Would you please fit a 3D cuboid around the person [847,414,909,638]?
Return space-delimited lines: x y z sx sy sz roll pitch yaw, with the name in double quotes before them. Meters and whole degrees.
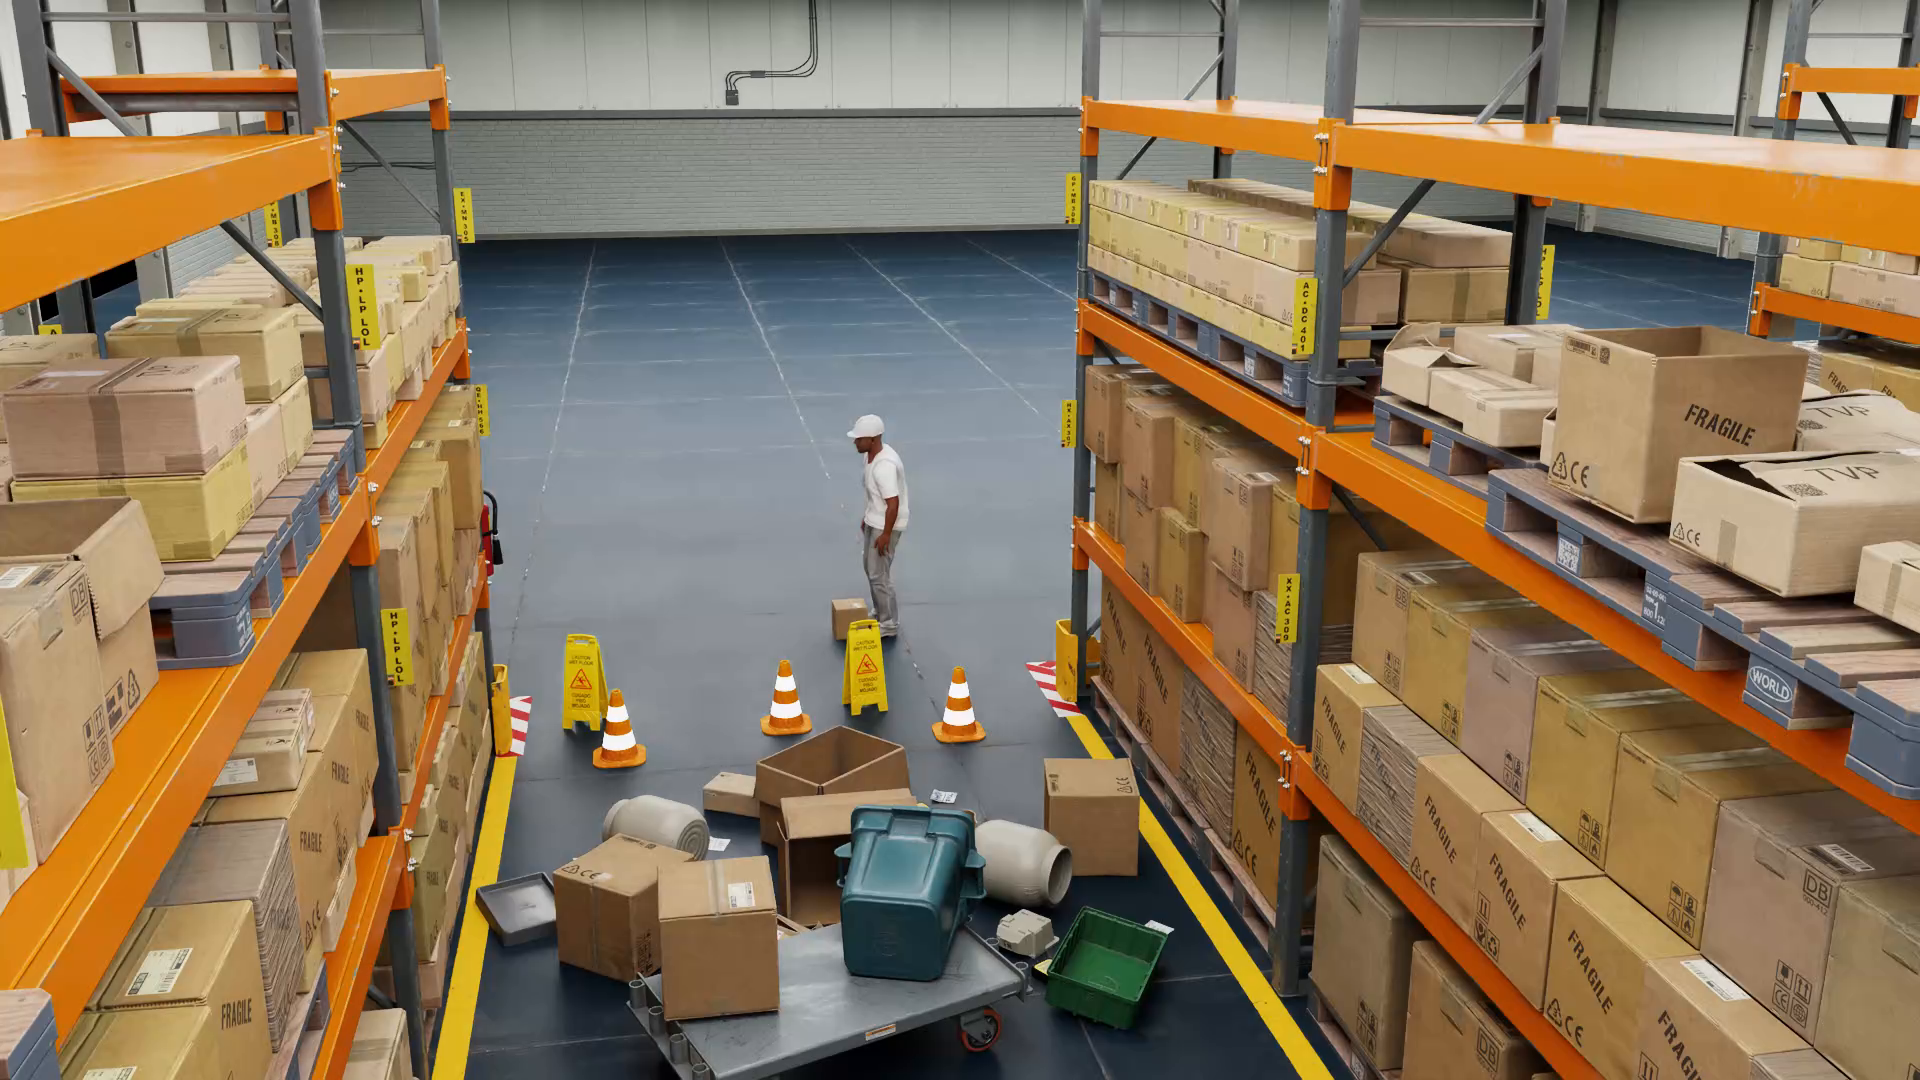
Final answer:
"person" -0.642 -0.121 12.918 0.455 1.760 0.626 -4 17 -12
